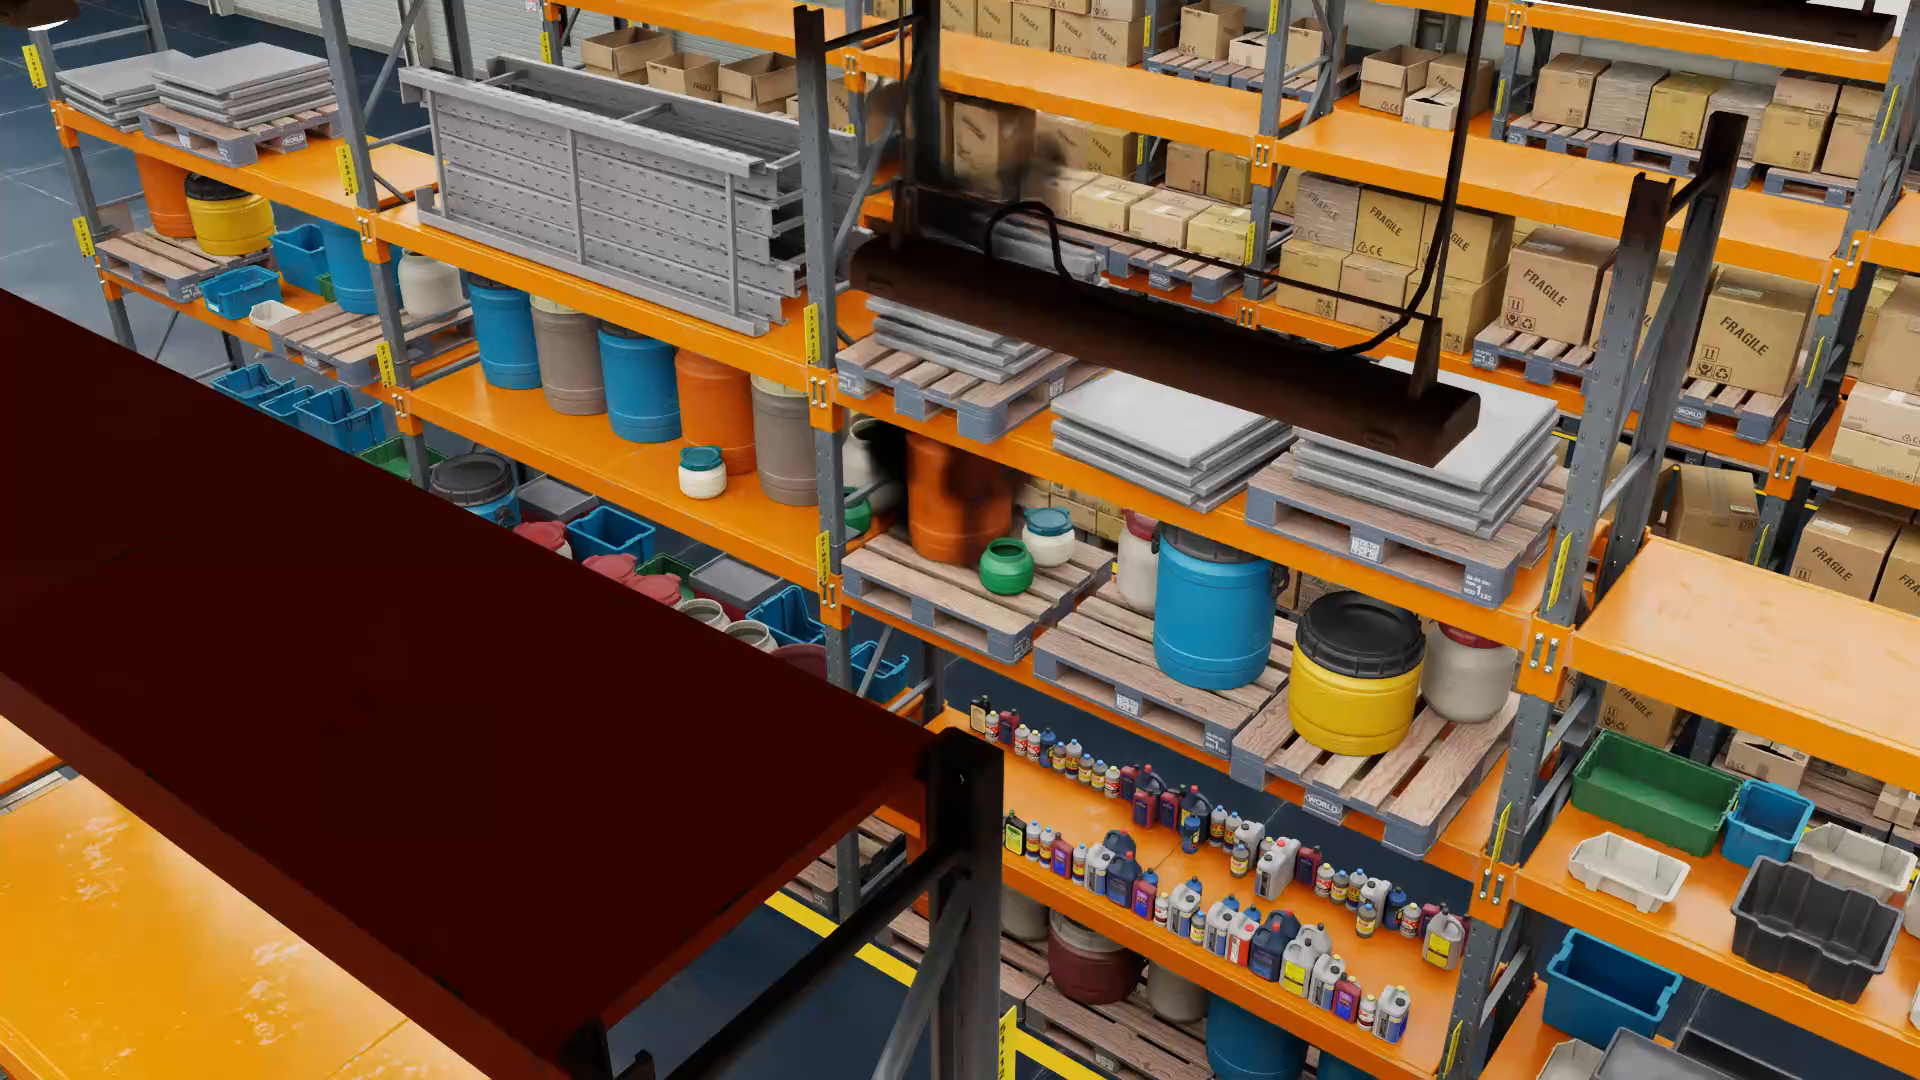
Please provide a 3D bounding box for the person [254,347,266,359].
[{"bbox_3d":[-7.697,-2.785,18.129,0.746,1.801,0.654,-15,35,-24],"label":"person"}]
